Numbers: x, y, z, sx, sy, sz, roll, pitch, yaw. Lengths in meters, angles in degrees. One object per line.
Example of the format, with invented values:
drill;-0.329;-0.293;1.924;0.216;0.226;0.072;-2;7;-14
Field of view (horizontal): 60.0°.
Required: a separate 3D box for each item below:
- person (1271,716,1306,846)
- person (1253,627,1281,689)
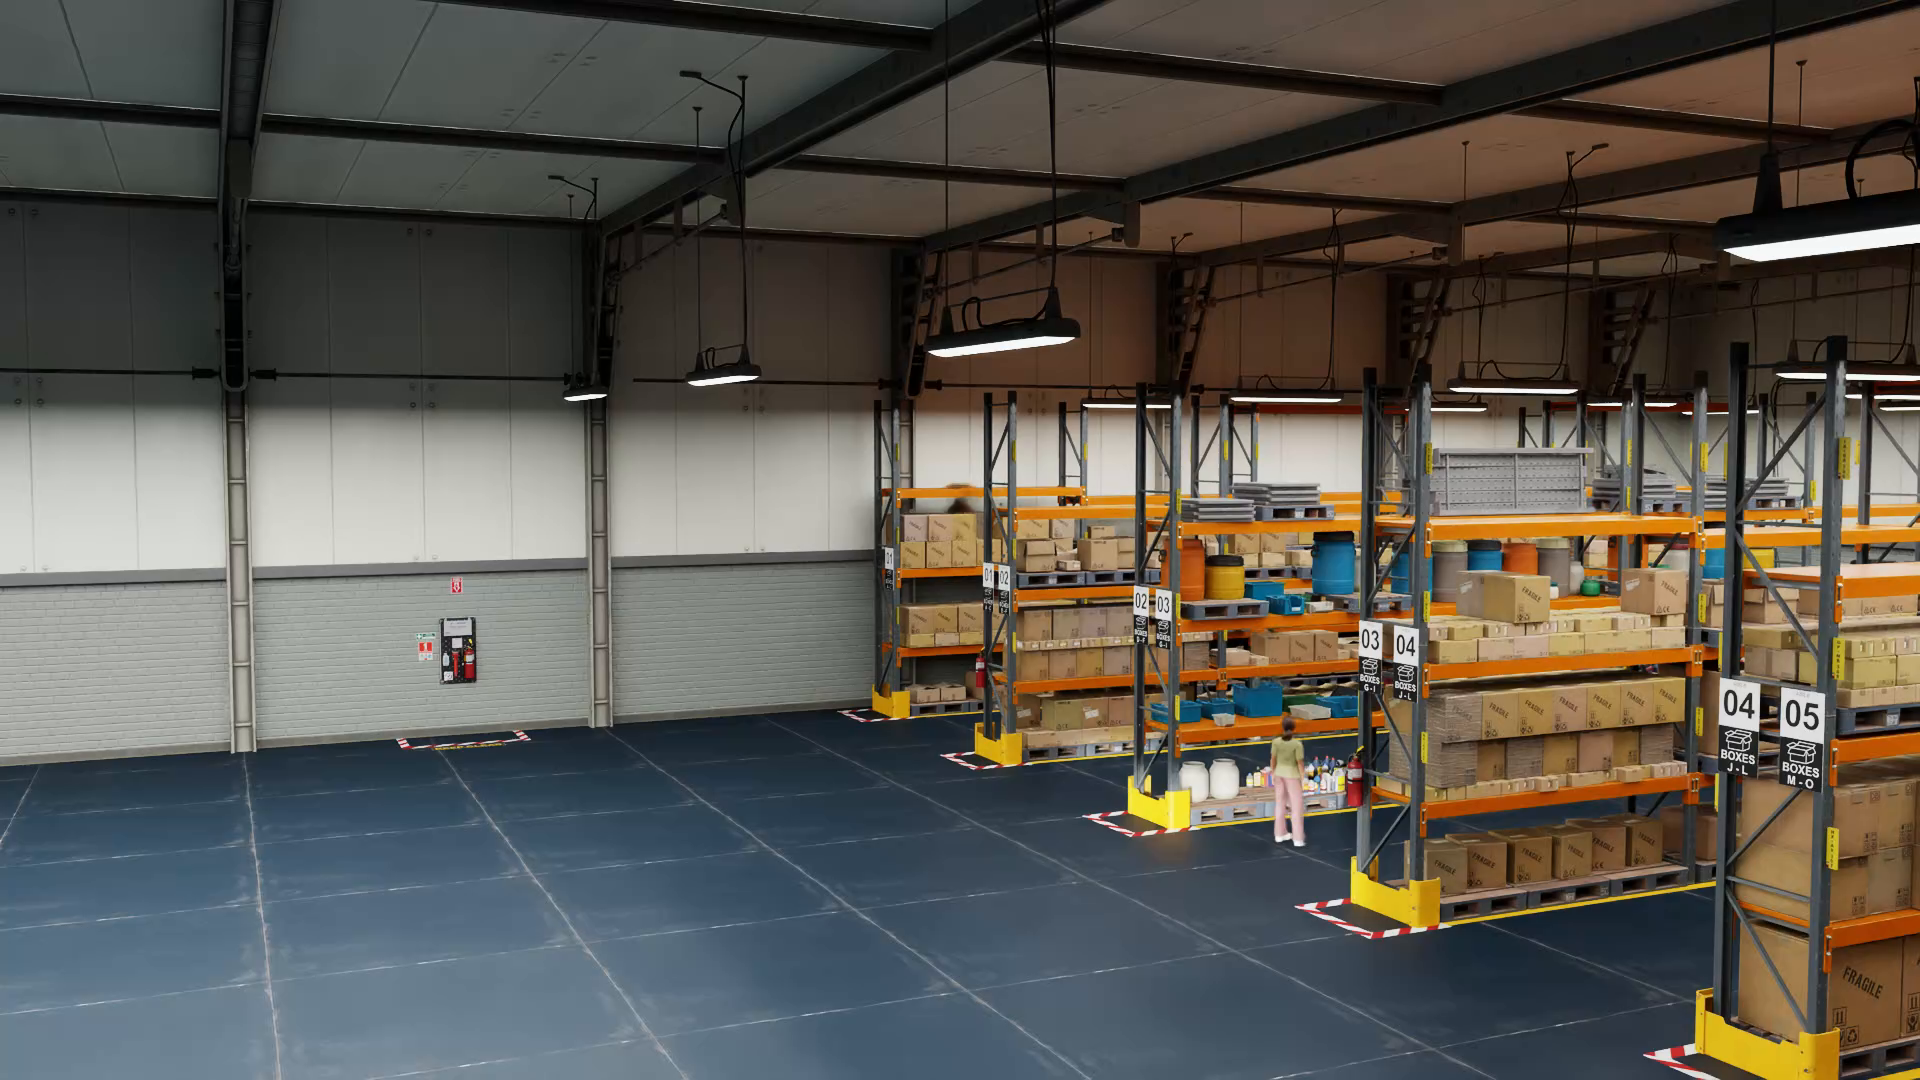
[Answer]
person;4.253;3.088;21.403;0.488;1.671;0.499;-3;4;-39
person;6.042;2.430;32.710;0.914;1.646;0.489;-2;4;-36
